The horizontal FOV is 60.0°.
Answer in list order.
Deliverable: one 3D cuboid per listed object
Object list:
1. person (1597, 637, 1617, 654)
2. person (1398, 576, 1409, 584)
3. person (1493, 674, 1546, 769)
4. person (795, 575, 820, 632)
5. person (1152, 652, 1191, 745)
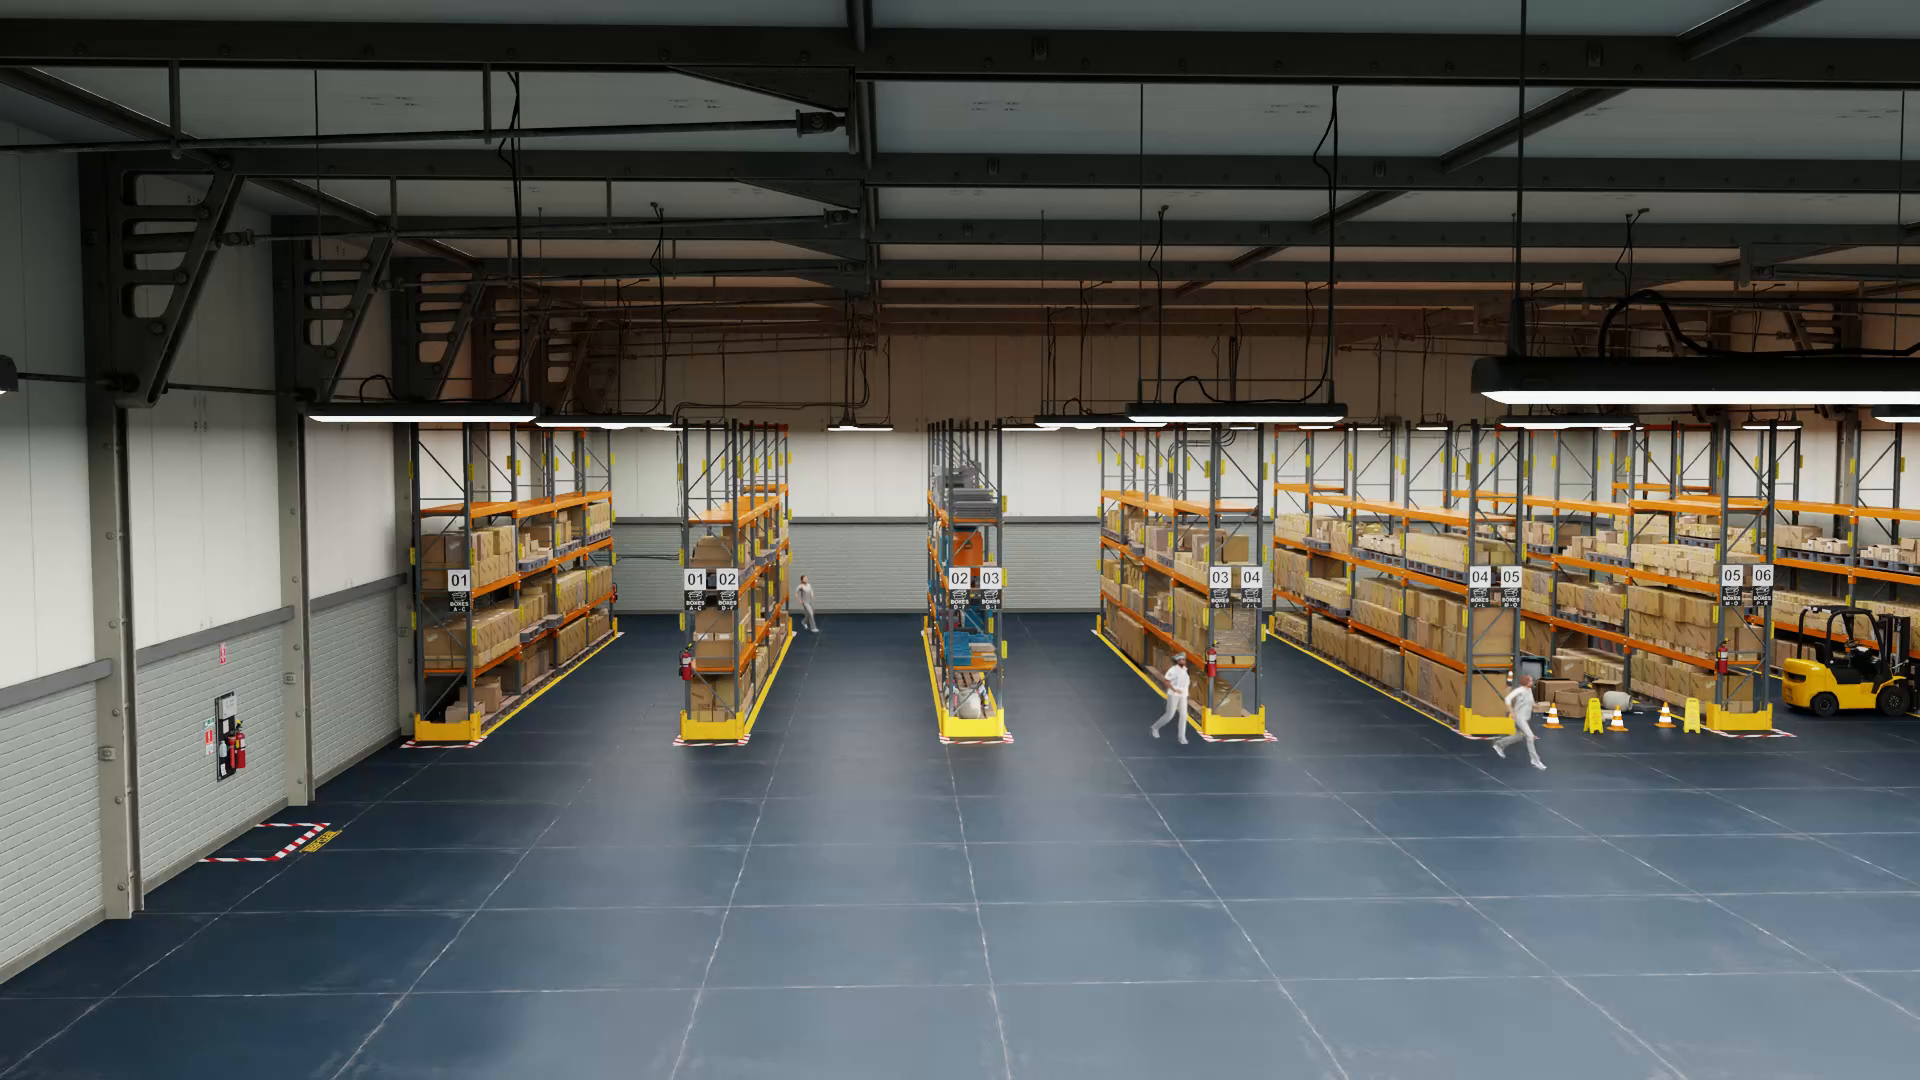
[{"bbox_3d":[16.302,2.211,41.806,0.562,1.695,0.728,0,4,-4],"label":"person"},{"bbox_3d":[13.105,1.769,49.310,0.660,1.614,0.611,0,4,6],"label":"person"},{"bbox_3d":[9.633,3.092,28.620,0.931,1.599,0.557,3,5,42],"label":"person"},{"bbox_3d":[-4.470,1.837,47.982,0.837,1.620,0.625,4,5,44],"label":"person"},{"bbox_3d":[4.051,2.907,30.860,0.658,1.657,0.918,-2,4,-32],"label":"person"}]
